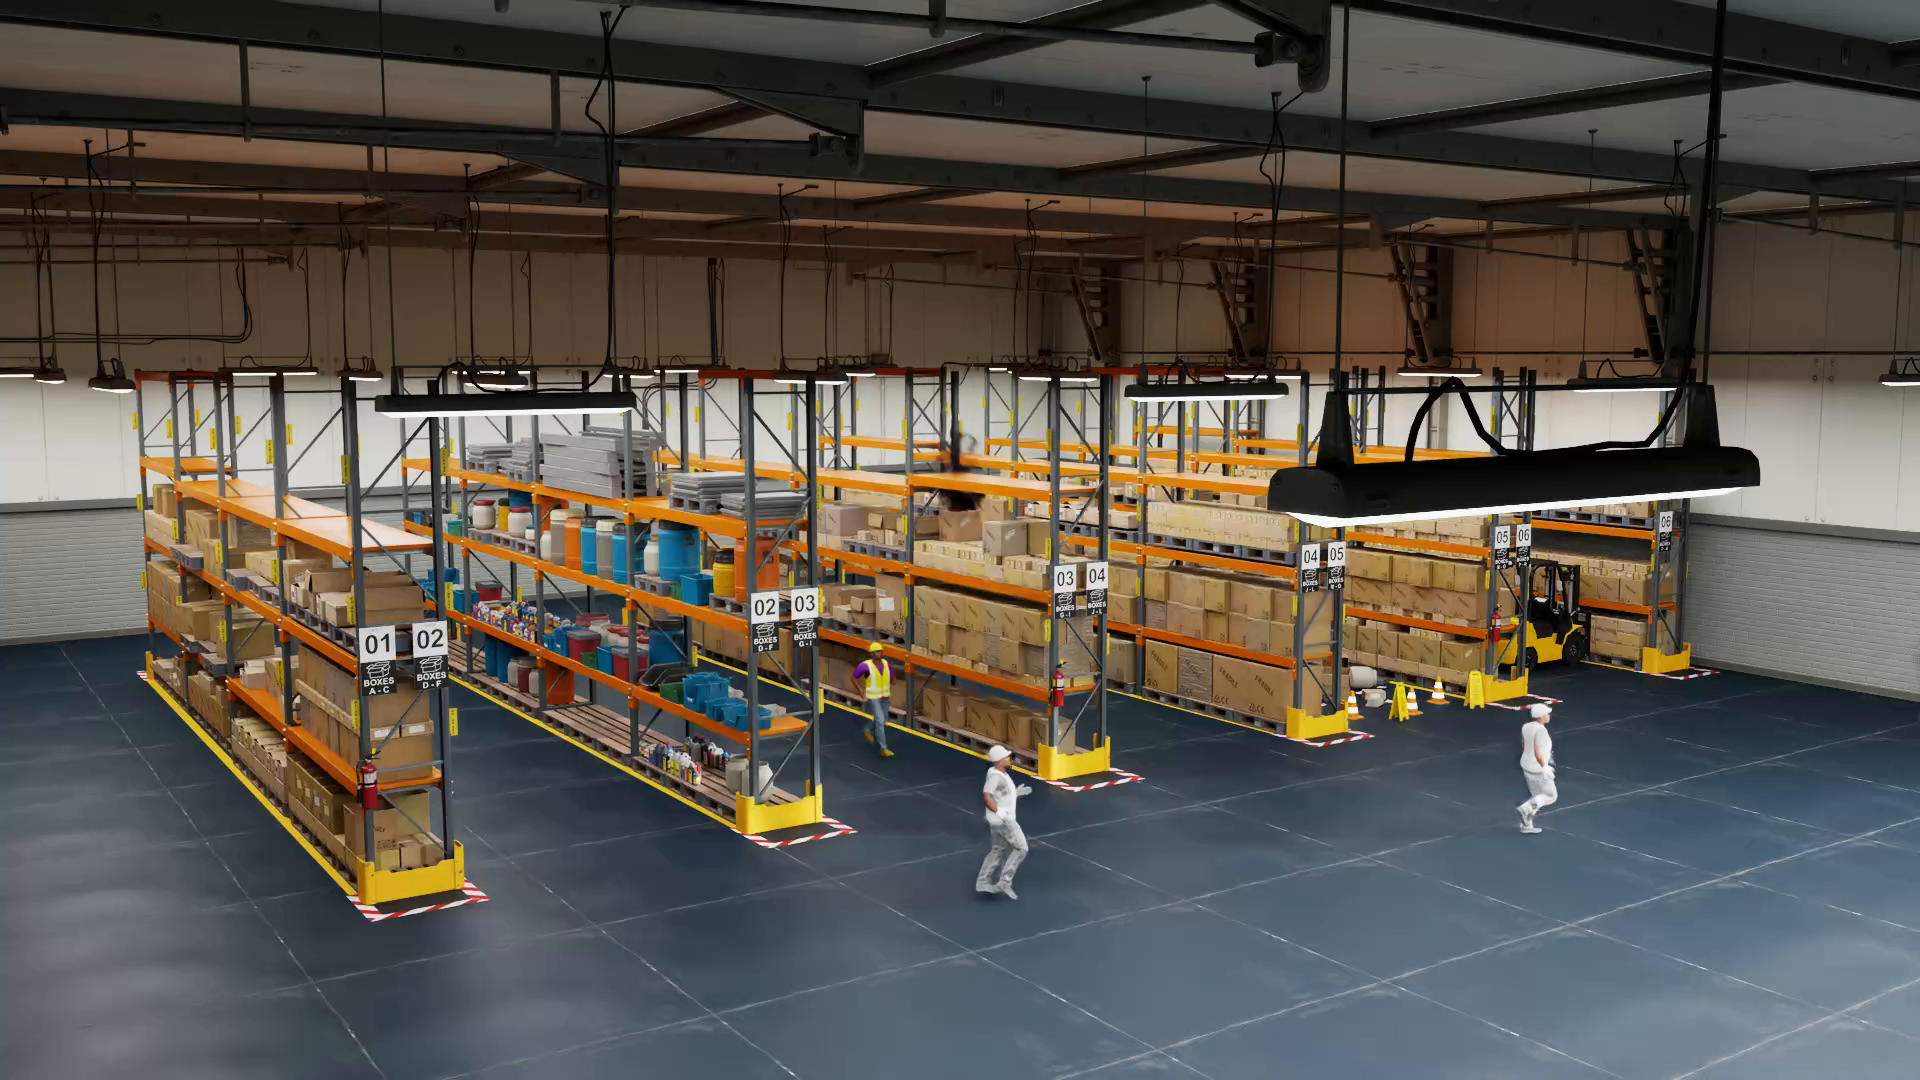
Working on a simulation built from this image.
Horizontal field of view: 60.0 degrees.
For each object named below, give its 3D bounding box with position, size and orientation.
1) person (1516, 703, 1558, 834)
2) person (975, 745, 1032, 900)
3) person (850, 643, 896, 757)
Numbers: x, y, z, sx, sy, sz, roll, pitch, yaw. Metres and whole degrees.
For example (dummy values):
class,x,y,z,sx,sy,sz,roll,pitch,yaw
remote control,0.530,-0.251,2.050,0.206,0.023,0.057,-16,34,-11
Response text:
class,x,y,z,sx,sy,sz,roll,pitch,yaw
person,7.597,3.009,21.878,0.634,1.733,0.659,-1,6,-7
person,0.525,3.278,19.322,0.686,1.816,0.657,-1,7,-10
person,-1.310,2.486,26.250,0.710,1.747,0.968,-5,8,-38
